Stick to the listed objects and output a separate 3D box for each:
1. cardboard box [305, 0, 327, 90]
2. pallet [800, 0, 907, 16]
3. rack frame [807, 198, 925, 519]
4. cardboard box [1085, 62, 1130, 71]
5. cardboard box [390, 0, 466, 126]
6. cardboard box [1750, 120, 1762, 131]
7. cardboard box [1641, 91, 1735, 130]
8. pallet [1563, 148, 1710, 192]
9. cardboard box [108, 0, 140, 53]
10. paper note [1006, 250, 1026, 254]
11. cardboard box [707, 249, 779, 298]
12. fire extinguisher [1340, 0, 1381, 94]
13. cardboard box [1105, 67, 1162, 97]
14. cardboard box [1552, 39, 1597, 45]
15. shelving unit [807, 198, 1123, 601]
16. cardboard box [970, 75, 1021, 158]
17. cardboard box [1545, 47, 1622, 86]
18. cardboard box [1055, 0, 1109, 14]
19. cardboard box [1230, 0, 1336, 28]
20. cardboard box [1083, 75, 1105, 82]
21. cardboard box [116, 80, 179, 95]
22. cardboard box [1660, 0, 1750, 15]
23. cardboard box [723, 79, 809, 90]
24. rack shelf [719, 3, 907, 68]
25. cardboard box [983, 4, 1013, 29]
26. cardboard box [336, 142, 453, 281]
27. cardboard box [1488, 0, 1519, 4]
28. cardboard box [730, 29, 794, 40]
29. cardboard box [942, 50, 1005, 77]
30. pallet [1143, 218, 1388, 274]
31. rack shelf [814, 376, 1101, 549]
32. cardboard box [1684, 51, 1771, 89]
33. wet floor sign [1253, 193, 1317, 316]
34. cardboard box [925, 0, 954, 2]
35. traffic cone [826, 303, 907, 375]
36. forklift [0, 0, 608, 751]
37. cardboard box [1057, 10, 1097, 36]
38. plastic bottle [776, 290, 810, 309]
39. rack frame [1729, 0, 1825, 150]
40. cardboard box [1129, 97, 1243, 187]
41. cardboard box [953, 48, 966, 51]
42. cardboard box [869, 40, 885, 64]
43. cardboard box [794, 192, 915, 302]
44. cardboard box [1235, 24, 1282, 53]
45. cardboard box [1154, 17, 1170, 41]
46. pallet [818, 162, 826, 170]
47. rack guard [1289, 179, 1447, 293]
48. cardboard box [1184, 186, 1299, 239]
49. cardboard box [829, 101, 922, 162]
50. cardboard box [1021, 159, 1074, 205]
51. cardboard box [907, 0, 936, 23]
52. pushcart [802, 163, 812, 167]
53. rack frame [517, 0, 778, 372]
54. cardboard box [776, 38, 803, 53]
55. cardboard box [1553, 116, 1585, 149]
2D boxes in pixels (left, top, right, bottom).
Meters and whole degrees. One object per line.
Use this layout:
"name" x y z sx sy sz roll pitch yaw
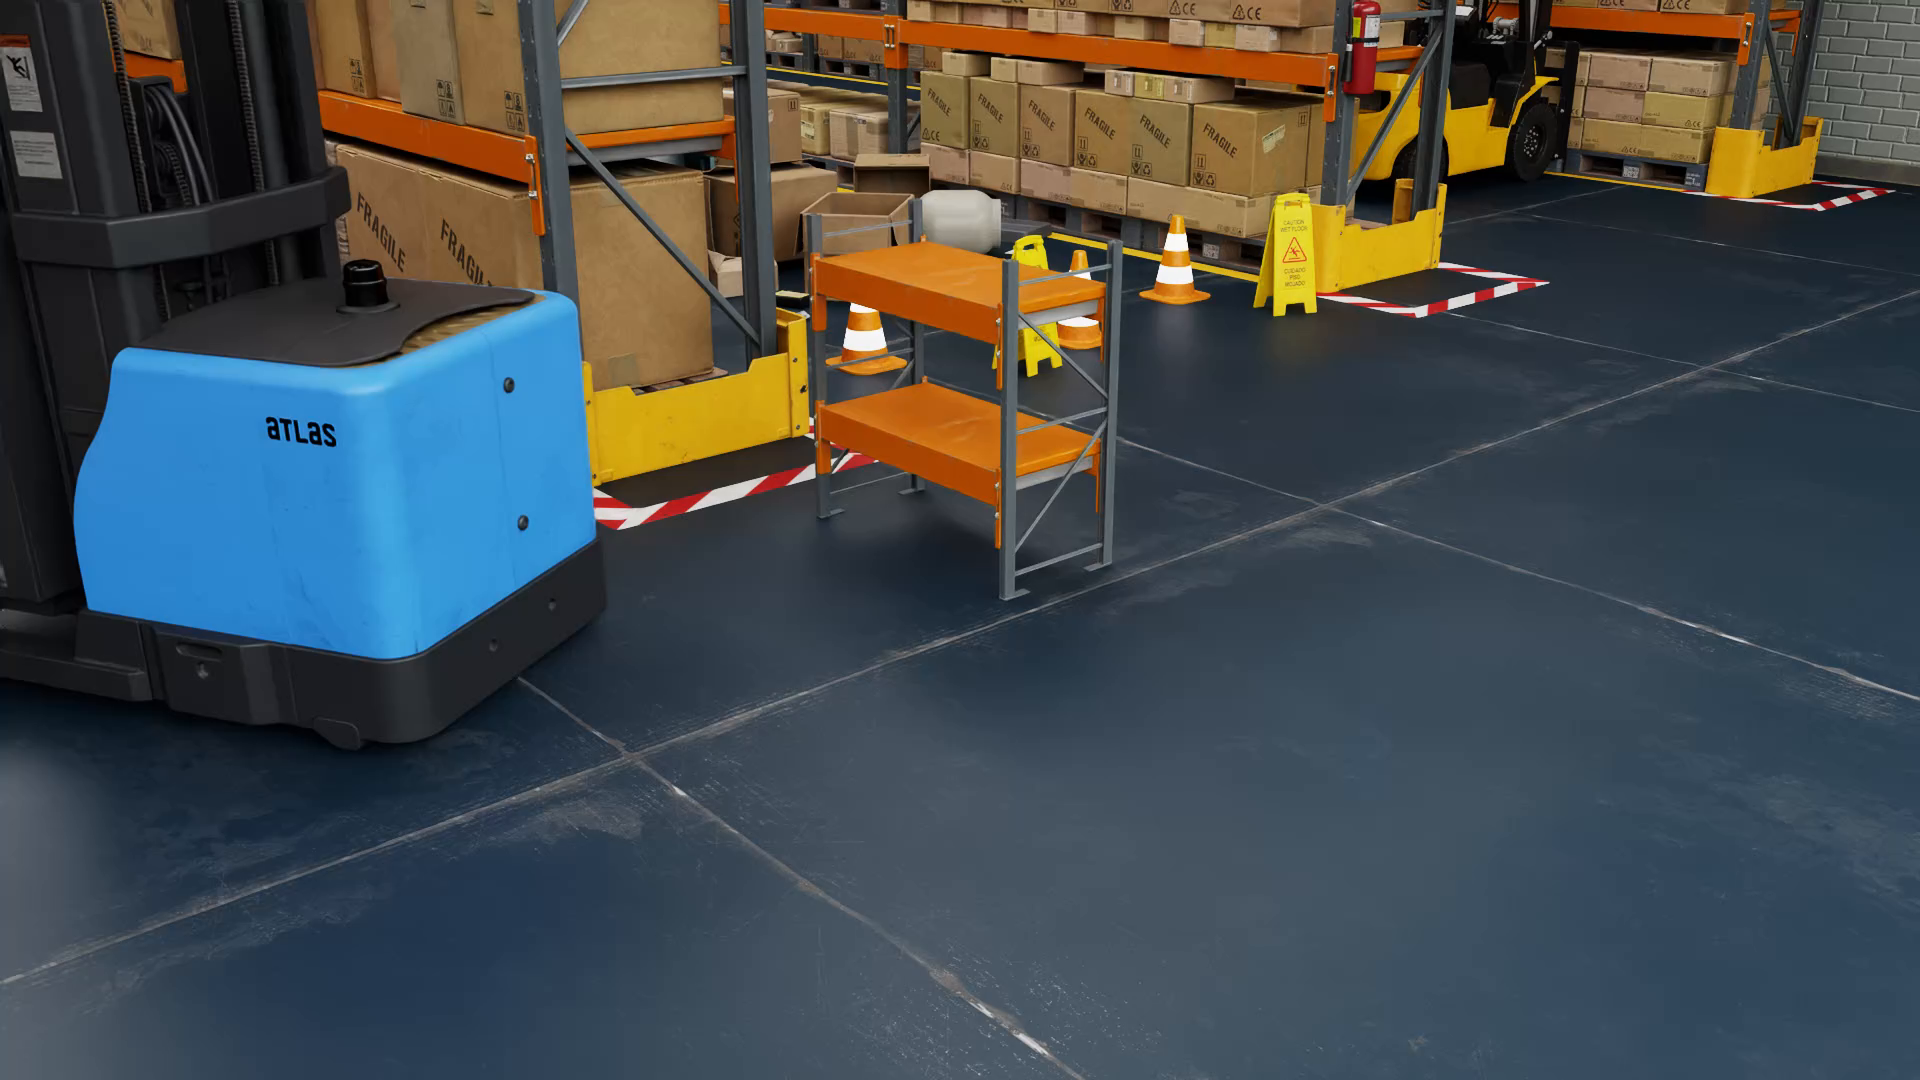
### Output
"cardboard box" -2.914 -2.530 8.124 0.875 0.550 0.550 -17 27 -37
"pallet" -0.507 -4.246 12.974 1.003 0.211 1.213 -17 27 -37
"rack frame" -0.336 -0.666 6.142 0.500 1.125 0.032 -17 27 -37
"cardboard box" 1.857 -5.113 17.604 0.875 0.625 0.625 -16 27 -36
"cardboard box" -1.844 -2.086 6.991 0.875 0.550 0.550 -17 27 -37
"cardboard box" 6.078 -3.264 13.399 0.500 0.250 0.500 -17 27 -37
"cardboard box" 5.696 -3.375 12.996 0.500 0.250 0.500 -18 28 -38
"pallet" 5.719 -3.070 13.532 1.003 0.211 1.213 -17 27 -37
"cardboard box" -4.676 -3.150 9.775 0.500 0.500 0.500 -18 28 -38
"paper note" 0.385 -1.859 10.689 0.148 0.019 0.142 12 24 27
"cardboard box" -1.286 -1.573 9.637 0.396 0.266 0.258 -12 25 -28
"fire extinguisher" 2.218 -2.807 9.143 0.296 0.674 0.183 -17 27 -37
"cardboard box" 1.149 -2.939 10.650 0.380 0.149 0.250 -16 27 -35
"cardboard box" 5.103 -4.146 14.281 0.500 0.250 0.500 -18 28 -38
"shelving unit" -0.004 -0.526 5.784 0.538 1.125 1.048 -17 27 -37
"cardboard box" 0.420 -2.981 11.649 0.500 0.500 0.500 -16 27 -35
"cardboard box" 5.039 -3.877 13.594 0.500 0.250 0.500 -17 27 -37
"cardboard box" 0.965 -3.676 10.713 0.500 0.500 0.500 -17 27 -37
"cardboard box" 1.929 -3.253 9.633 0.500 0.500 0.500 -18 28 -38
"cardboard box" 1.138 -2.973 11.628 0.500 0.500 0.500 -16 26 -35
"cardboard box" -5.511 -2.706 11.288 1.050 0.750 0.750 -17 27 -37
"cardboard box" 5.730 -4.287 12.679 0.500 0.500 0.500 -18 28 -39
"cardboard box" -1.881 -3.806 14.615 0.950 0.372 0.625 -18 28 -38
"rack shelf" -1.424 -4.307 13.853 1.077 0.370 4.000 -17 27 -37
"cardboard box" 0.380 -3.609 11.429 0.380 0.149 0.250 -16 27 -36
"cardboard box" -2.260 -1.398 7.778 0.875 0.875 0.875 -18 28 -38
"cardboard box" 4.727 -4.710 13.759 0.500 0.500 0.500 -17 27 -37
"cardboard box" -2.660 -6.895 22.327 0.700 0.500 0.500 -19 28 -39
"cardboard box" 0.098 -3.380 11.776 0.380 0.149 0.250 -17 27 -37
"pallet" 1.939 -1.939 10.646 1.003 0.211 1.213 -17 27 -37
"rack shelf" -0.004 -0.298 5.873 0.538 0.278 1.000 -17 27 -37
"cardboard box" 6.080 -3.725 13.206 0.500 0.250 0.500 -18 28 -38
"wet floor sign" 1.806 -1.581 9.135 0.267 0.644 0.232 -8 23 -19
"cardboard box" -0.043 -4.086 11.759 0.500 0.500 0.500 -18 27 -38
"traffic cone" -0.463 -1.081 8.110 0.336 0.463 0.334 -17 27 -37
"forklift" -2.686 -1.111 4.801 3.031 2.935 1.130 7 23 18
"cardboard box" 0.857 -3.390 10.871 0.380 0.149 0.250 -18 27 -38
"plastic bottle" -0.979 -1.359 9.371 0.283 0.061 0.133 12 24 27
"rack frame" 6.250 -4.167 12.509 1.000 3.000 0.127 -17 27 -37
"cardboard box" 1.428 -2.551 10.551 0.500 0.500 0.500 -16 27 -36
"cardboard box" 0.270 -5.615 19.059 0.500 0.500 0.500 -18 28 -38
"cardboard box" -0.760 -6.043 20.151 0.500 0.500 0.500 -18 28 -39
"cardboard box" -0.572 -1.704 9.645 0.637 0.503 0.797 3 22 9
"cardboard box" 1.837 -2.963 9.781 0.380 0.149 0.250 -18 28 -38
"cardboard box" 1.434 -3.207 10.404 0.380 0.149 0.250 -17 27 -37
"pallet" -1.429 -3.343 14.229 1.003 0.211 1.213 -17 27 -37
"rack guard" 2.443 -1.841 9.999 1.175 0.500 0.348 -17 27 -37
"cardboard box" 1.745 -2.065 10.338 0.500 0.250 0.500 -18 27 -38
"cardboard box" -0.463 -3.205 13.082 0.950 0.372 0.625 -17 27 -37
"cardboard box" 0.767 -2.486 11.414 0.500 0.250 0.500 -18 28 -38
"cardboard box" -0.156 -3.809 11.940 0.380 0.149 0.250 -18 27 -38
"pushcart" -1.813 -2.312 11.368 0.936 0.377 1.648 12 24 27
"rack frame" -1.192 -1.778 6.410 1.000 3.000 0.127 -17 27 -37
"cardboard box" -2.169 -6.434 21.632 0.380 0.149 0.250 -18 28 -39
"cardboard box" 5.067 -3.417 13.788 0.500 0.250 0.500 -17 27 -37
